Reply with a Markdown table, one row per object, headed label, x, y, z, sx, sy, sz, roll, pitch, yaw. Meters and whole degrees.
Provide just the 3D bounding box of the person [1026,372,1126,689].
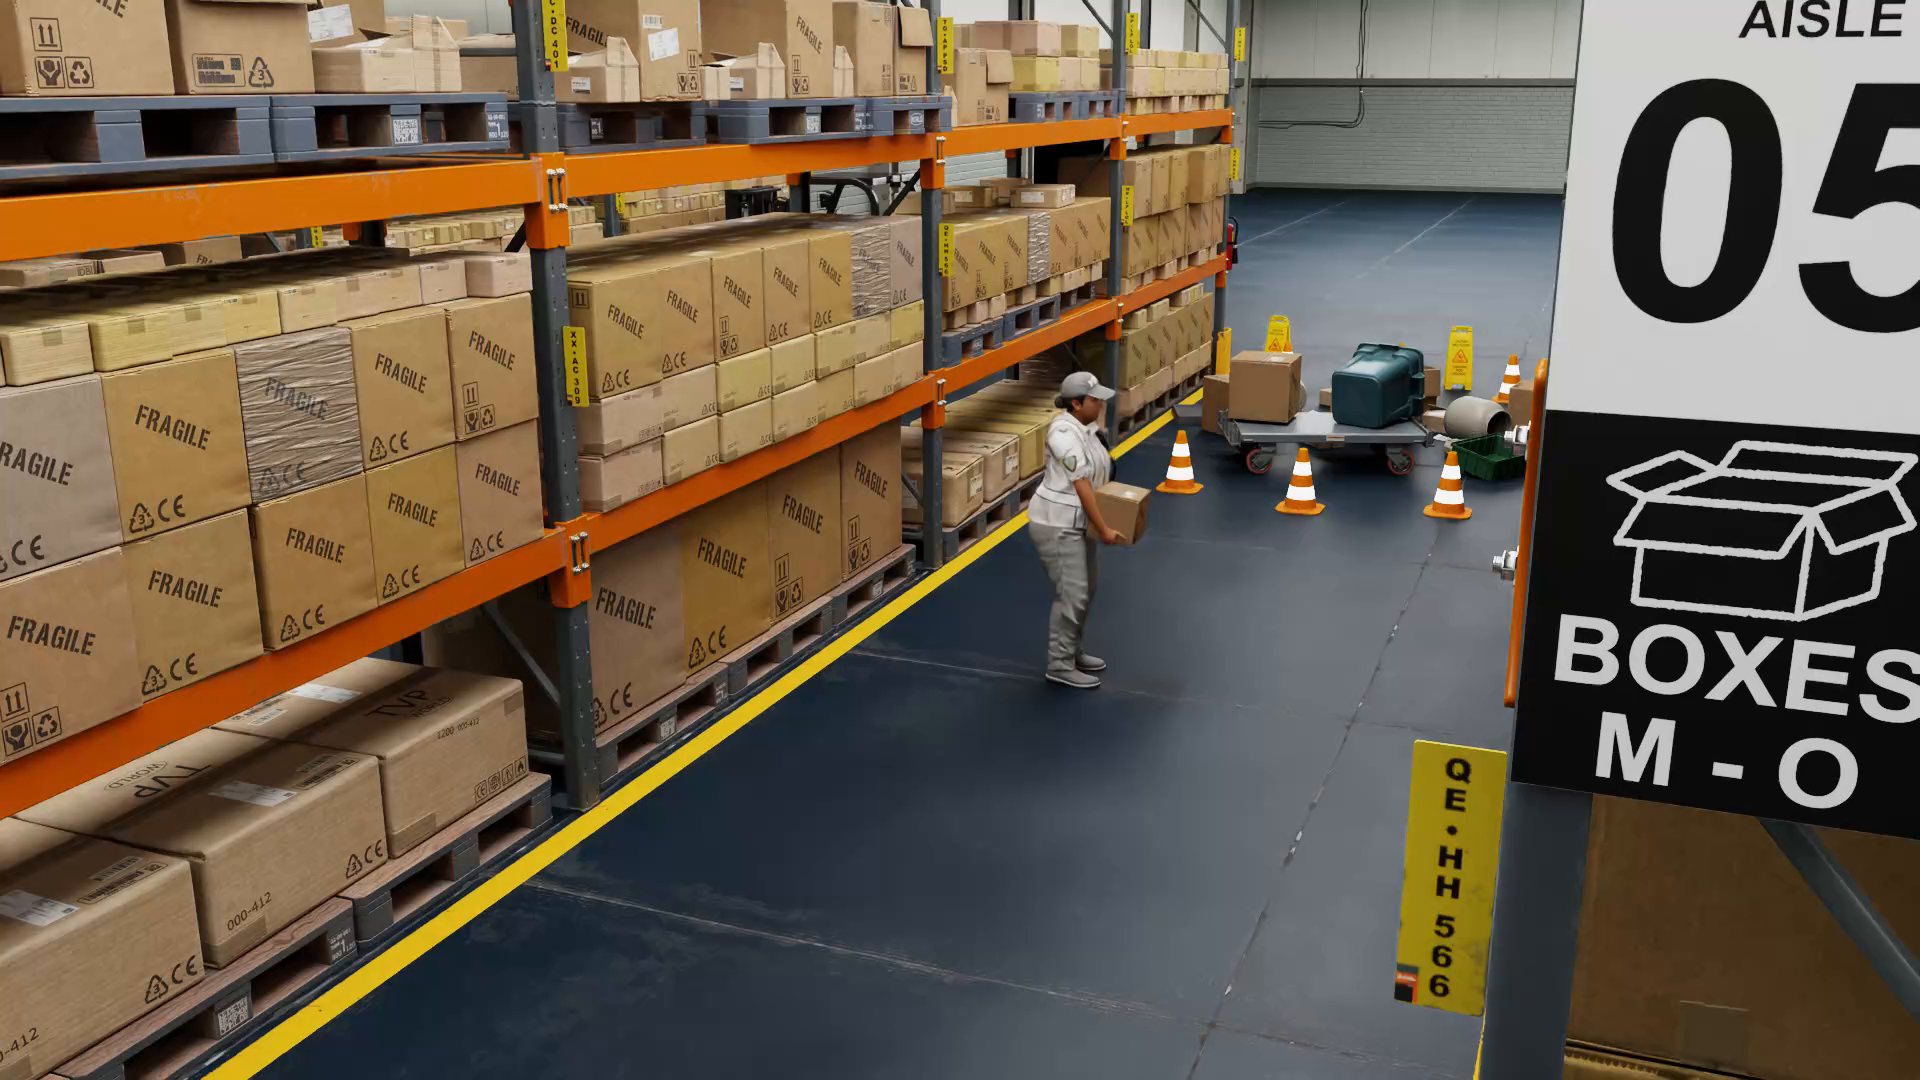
| label | x | y | z | sx | sy | sz | roll | pitch | yaw |
| --- | --- | --- | --- | --- | --- | --- | --- | --- | --- |
| person | 0.642 | -0.063 | 8.774 | 0.560 | 1.660 | 0.452 | 6 | 17 | 20 |
